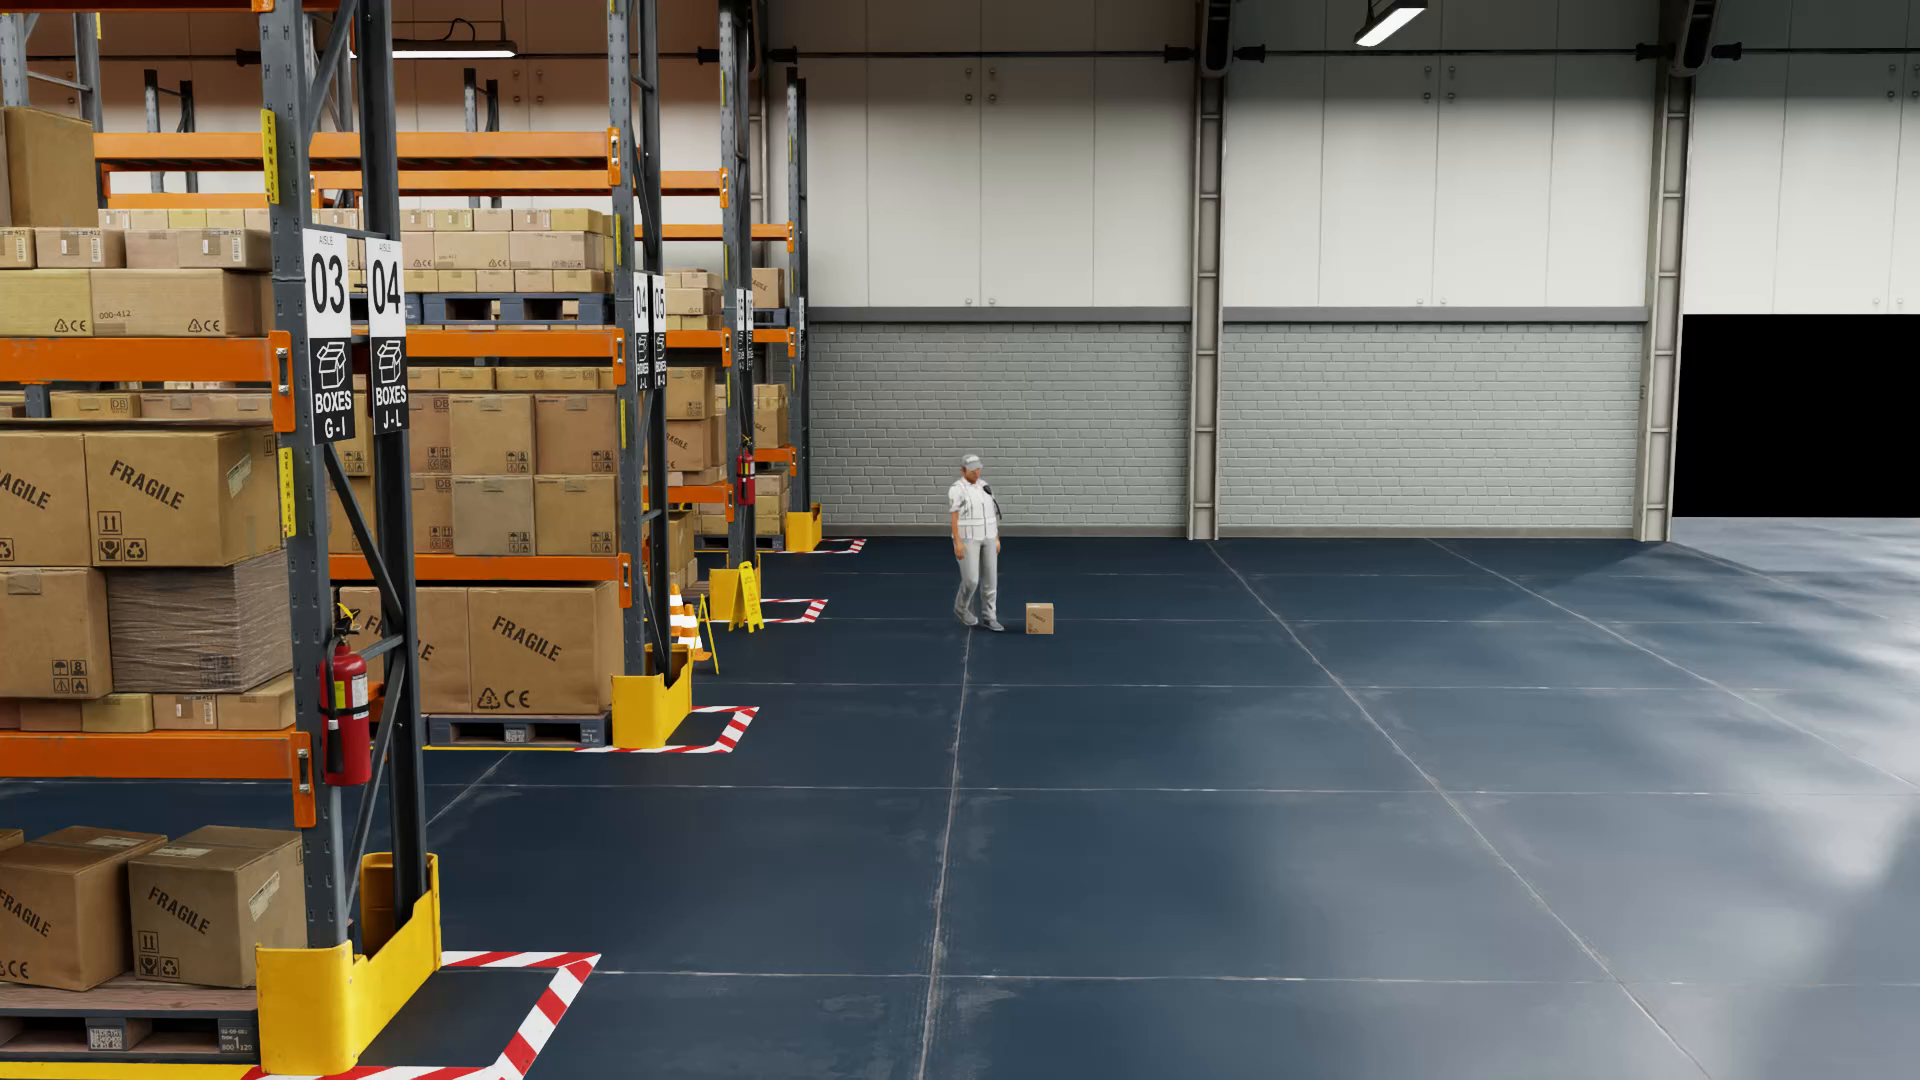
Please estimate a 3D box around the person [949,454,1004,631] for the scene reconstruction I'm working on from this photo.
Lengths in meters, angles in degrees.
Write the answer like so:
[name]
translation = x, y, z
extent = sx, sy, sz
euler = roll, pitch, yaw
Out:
[person]
translation = 0.165, 0.021, 15.589
extent = 0.507, 1.658, 0.472
euler = -5, 9, -35
